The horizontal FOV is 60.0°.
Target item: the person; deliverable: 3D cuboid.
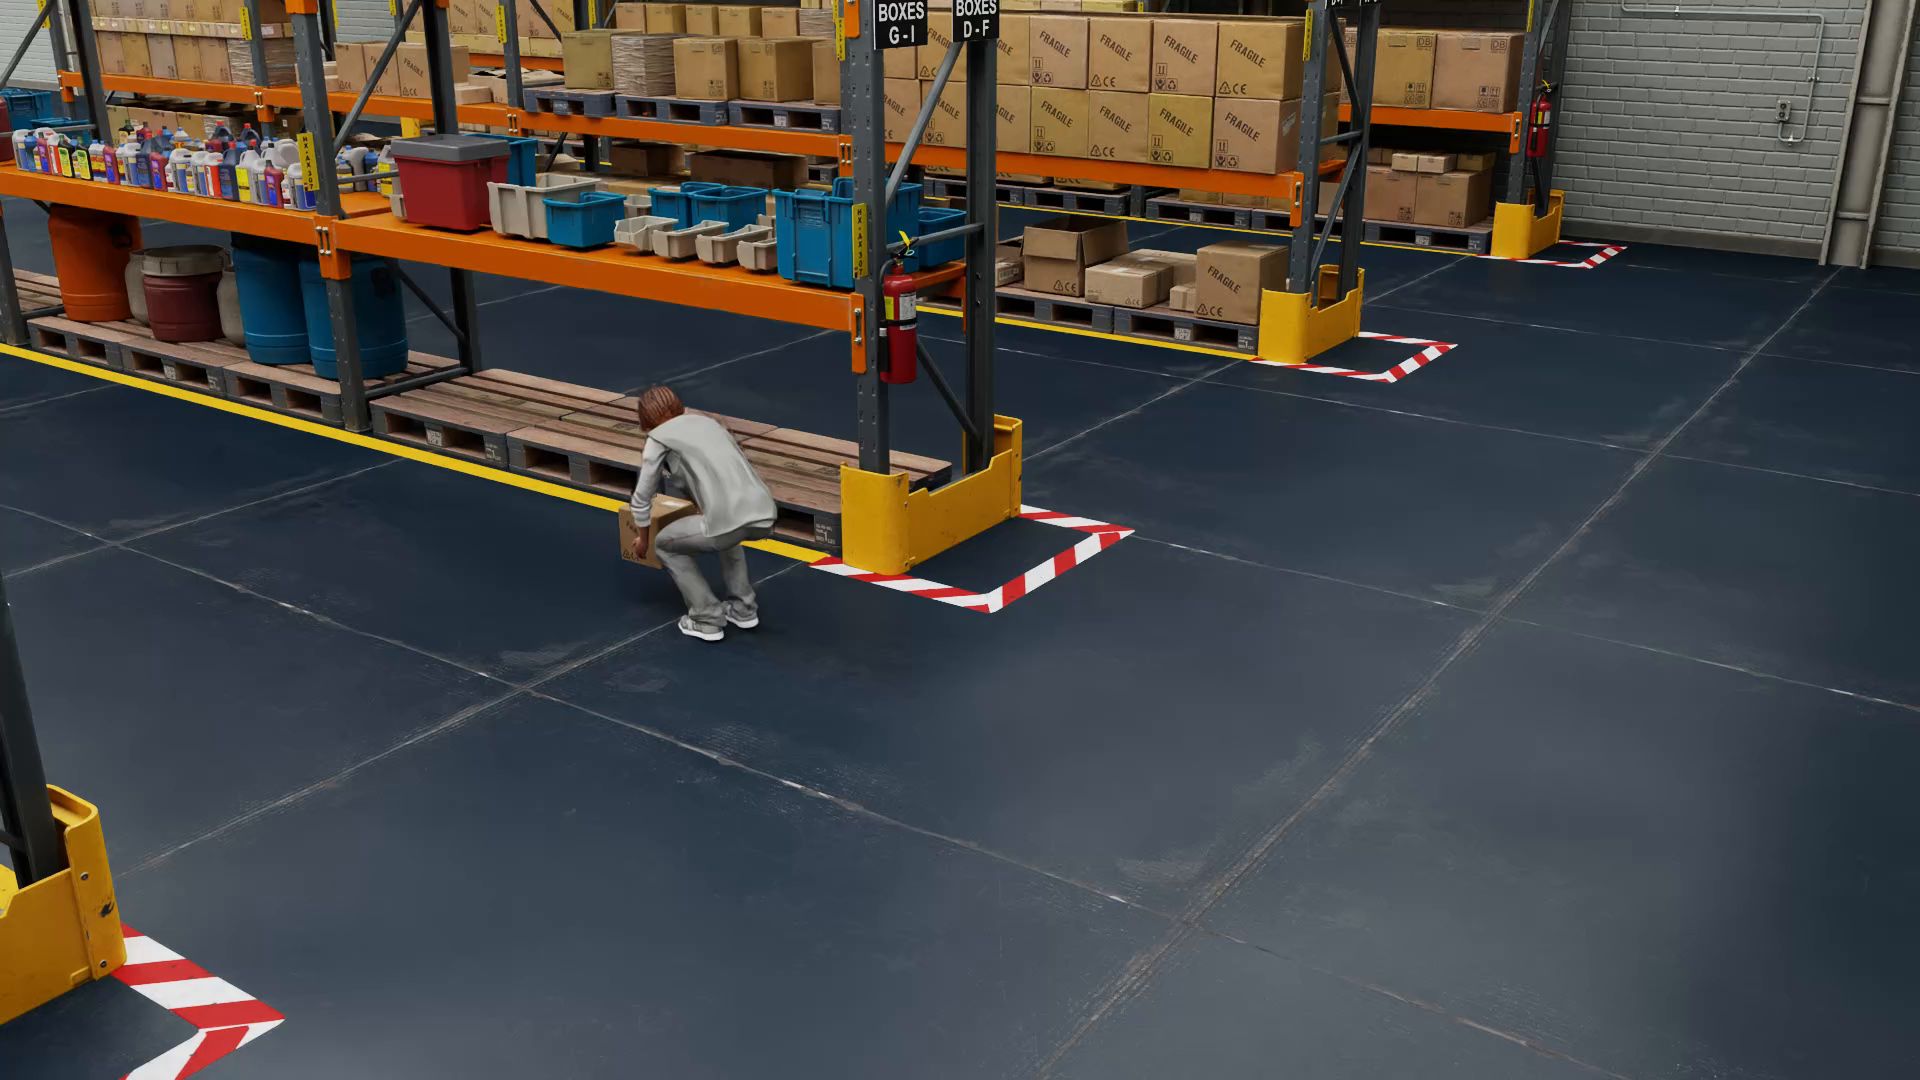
[{"bbox_3d":[-1.116,-0.104,7.189,0.454,1.039,0.757,-17,26,-38],"label":"person"}]
